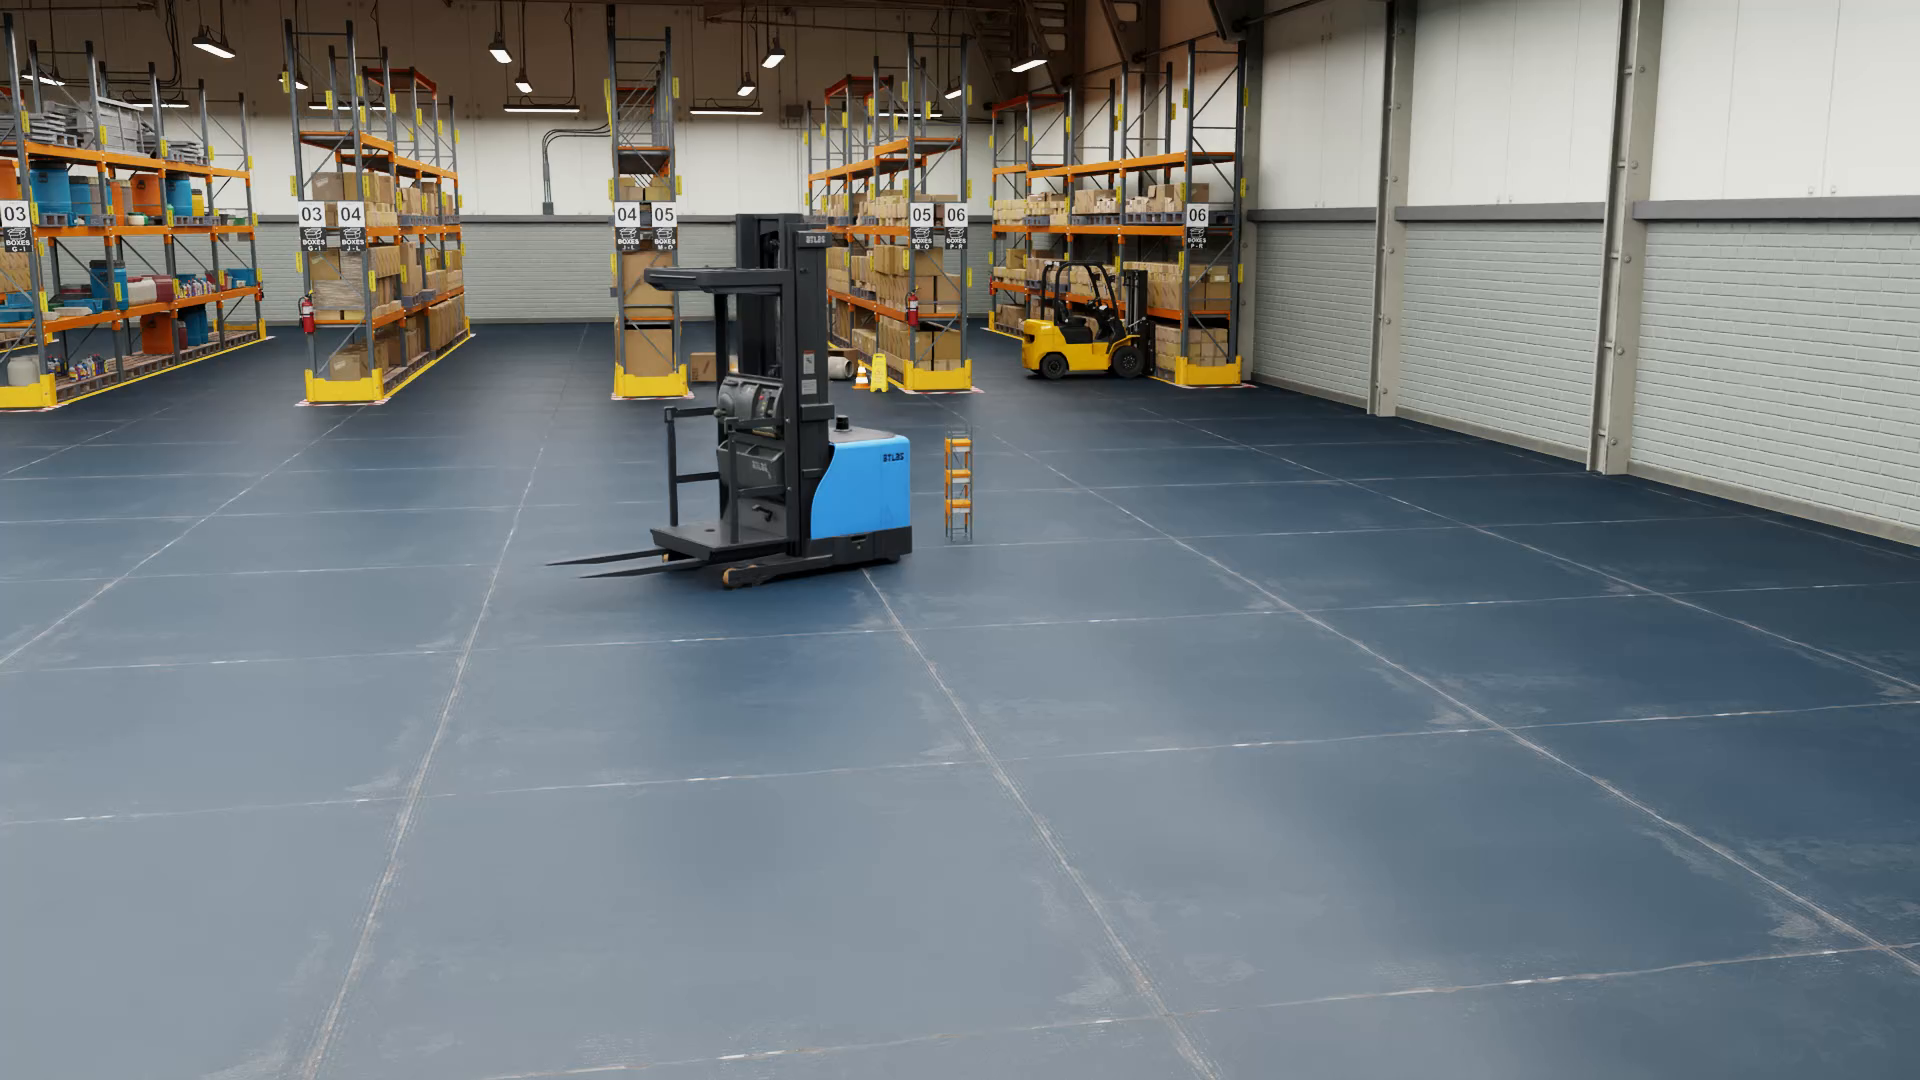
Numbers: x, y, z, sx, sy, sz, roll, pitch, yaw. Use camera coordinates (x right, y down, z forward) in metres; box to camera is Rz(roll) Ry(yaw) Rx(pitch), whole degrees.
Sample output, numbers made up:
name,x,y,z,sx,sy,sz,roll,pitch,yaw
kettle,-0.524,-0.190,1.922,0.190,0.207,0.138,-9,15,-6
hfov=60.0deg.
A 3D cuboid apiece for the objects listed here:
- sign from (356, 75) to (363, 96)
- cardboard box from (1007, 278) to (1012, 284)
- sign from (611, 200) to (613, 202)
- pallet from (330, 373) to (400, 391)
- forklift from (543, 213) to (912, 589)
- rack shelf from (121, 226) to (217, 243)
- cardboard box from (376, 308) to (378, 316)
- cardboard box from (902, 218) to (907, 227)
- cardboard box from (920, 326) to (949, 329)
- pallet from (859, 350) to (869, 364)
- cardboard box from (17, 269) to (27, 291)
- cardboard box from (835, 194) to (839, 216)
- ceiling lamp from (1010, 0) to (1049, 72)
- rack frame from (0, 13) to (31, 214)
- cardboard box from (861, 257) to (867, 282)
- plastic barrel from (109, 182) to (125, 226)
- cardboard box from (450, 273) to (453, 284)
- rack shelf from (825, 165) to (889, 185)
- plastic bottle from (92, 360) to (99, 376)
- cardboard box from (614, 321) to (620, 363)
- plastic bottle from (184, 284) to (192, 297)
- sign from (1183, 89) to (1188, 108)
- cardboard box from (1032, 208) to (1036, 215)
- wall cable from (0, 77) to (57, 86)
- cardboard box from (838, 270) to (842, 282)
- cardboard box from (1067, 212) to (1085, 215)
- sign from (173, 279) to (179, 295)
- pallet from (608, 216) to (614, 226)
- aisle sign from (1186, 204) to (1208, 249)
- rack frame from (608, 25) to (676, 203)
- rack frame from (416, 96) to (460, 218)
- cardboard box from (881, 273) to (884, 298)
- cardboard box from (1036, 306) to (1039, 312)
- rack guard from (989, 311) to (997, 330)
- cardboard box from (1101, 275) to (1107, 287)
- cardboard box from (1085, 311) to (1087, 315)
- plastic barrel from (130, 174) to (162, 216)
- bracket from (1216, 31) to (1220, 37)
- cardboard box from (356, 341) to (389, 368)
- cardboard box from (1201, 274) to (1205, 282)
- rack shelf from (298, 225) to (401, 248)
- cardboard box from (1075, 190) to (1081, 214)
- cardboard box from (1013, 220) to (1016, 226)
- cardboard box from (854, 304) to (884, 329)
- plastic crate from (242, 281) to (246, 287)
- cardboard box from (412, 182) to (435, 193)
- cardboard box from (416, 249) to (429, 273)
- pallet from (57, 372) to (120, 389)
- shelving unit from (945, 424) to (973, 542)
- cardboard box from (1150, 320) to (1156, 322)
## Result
name,x,y,z,sx,sy,sz,roll,pitch,yaw
sign,-9.570,-7.235,26.483,0.100,0.325,0.005,-2,11,-11
cardboard box,1.443,-6.767,43.452,0.380,0.149,0.250,-2,11,-10
sign,-6.525,-6.526,31.268,0.100,0.325,0.005,-2,11,-11
pallet,-10.474,-2.788,29.332,1.003,0.211,1.213,-2,11,-11
forklift,-1.886,-1.163,13.523,3.031,2.935,1.130,-8,14,-37
rack shelf,-16.905,-6.544,35.511,1.077,0.370,4.000,-2,11,-11
cardboard box,-10.056,-3.846,28.104,0.380,0.149,0.250,-2,11,-11
cardboard box,-0.806,-5.580,29.195,0.380,0.149,0.250,-2,11,-11
cardboard box,-0.468,-3.705,30.917,0.500,0.500,0.500,-2,11,-10
pallet,-1.553,-3.861,34.971,1.003,0.211,1.213,-2,11,-11
cardboard box,-22.382,-6.135,39.194,0.500,0.500,0.500,-2,11,-11
cardboard box,-2.564,-7.639,37.951,0.500,0.500,0.500,-2,11,-10
ceiling lamp,1.580,-10.755,32.075,0.800,3.185,2.000,-2,11,-11
rack frame,-14.960,-6.537,25.528,1.000,3.000,0.127,-2,11,-11
cardboard box,-1.769,-5.624,34.588,0.500,0.500,0.500,-3,11,-13
plastic barrel,-16.442,-6.463,32.014,0.600,0.830,0.708,-2,11,-11
cardboard box,-12.362,-6.230,39.567,0.500,0.250,0.500,-2,11,-11
rack shelf,-2.326,-8.362,38.108,1.077,0.370,4.000,-2,11,-11
plastic bottle,-15.221,-3.034,29.256,0.061,0.283,0.133,-1,11,-7
cardboard box,-6.204,-3.877,32.492,1.050,0.750,0.750,-2,11,-11
plastic bottle,-16.553,-5.342,35.624,0.152,0.276,0.135,-2,11,-11
sign,3.952,-7.739,29.135,0.100,0.325,0.005,-2,11,-11
cardboard box,1.948,-7.908,40.033,0.380,0.149,0.250,-2,11,-10
wall cable,-25.886,-11.216,44.906,3.097,2.526,0.112,-2,11,-11
cardboard box,-2.504,-6.036,38.005,0.500,0.250,0.500,-2,11,-12
cardboard box,2.626,-7.431,37.581,0.380,0.149,0.250,-2,11,-10
sign,-15.978,-5.159,33.894,0.100,0.325,0.005,-2,11,-11
pallet,-7.331,-7.207,37.572,1.213,0.211,1.003,-2,11,-11
aisle sign,4.212,-5.566,29.518,0.394,0.787,0.004,-2,11,-11
rack frame,-5.217,-6.879,27.324,1.000,3.000,0.127,-2,11,-11
rack frame,-13.214,-9.652,41.892,1.000,3.000,0.127,-2,11,-11
cardboard box,-1.227,-4.877,31.789,0.500,0.500,0.500,-2,11,-11
cardboard box,2.092,-5.686,40.929,0.380,0.149,0.250,-2,11,-13
rack guard,1.390,-6.004,45.459,1.175,0.500,0.348,-2,11,-11
cardboard box,3.256,-5.392,34.621,0.500,0.250,0.500,-2,11,-12
cardboard box,3.110,-5.232,38.546,0.380,0.149,0.250,-2,11,-9
plastic barrel,-16.624,-7.052,33.985,0.600,0.830,0.708,-2,11,-11
bracket,4.807,-9.251,30.158,0.235,0.232,0.430,-2,11,-11
cardboard box,-10.841,-3.407,30.691,0.500,0.500,0.500,-2,11,-13
cardboard box,4.565,-4.794,30.412,0.380,0.149,0.250,-2,11,-11
rack shelf,-10.491,-5.257,28.749,1.077,0.370,4.000,-2,11,-11
cardboard box,2.833,-7.415,36.506,0.500,0.500,0.500,-2,11,-11
cardboard box,1.583,-8.154,42.716,0.380,0.149,0.250,-2,11,-10
cardboard box,-1.990,-4.890,37.478,0.875,0.875,0.875,-2,11,-12
plastic crate,-17.736,-6.281,40.774,0.396,0.136,0.243,-2,11,-11
cardboard box,-12.613,-8.290,39.097,0.500,0.250,0.500,-3,11,-15
cardboard box,-11.908,-6.033,35.977,0.797,0.503,0.637,-2,11,-10
pallet,-15.649,-2.829,29.549,1.003,0.211,1.213,-2,11,-11
shelving unit,-0.010,-0.526,15.203,0.215,1.050,0.252,-2,11,-11
cardboard box,3.585,-4.198,32.838,0.500,0.250,0.500,-2,11,-11
